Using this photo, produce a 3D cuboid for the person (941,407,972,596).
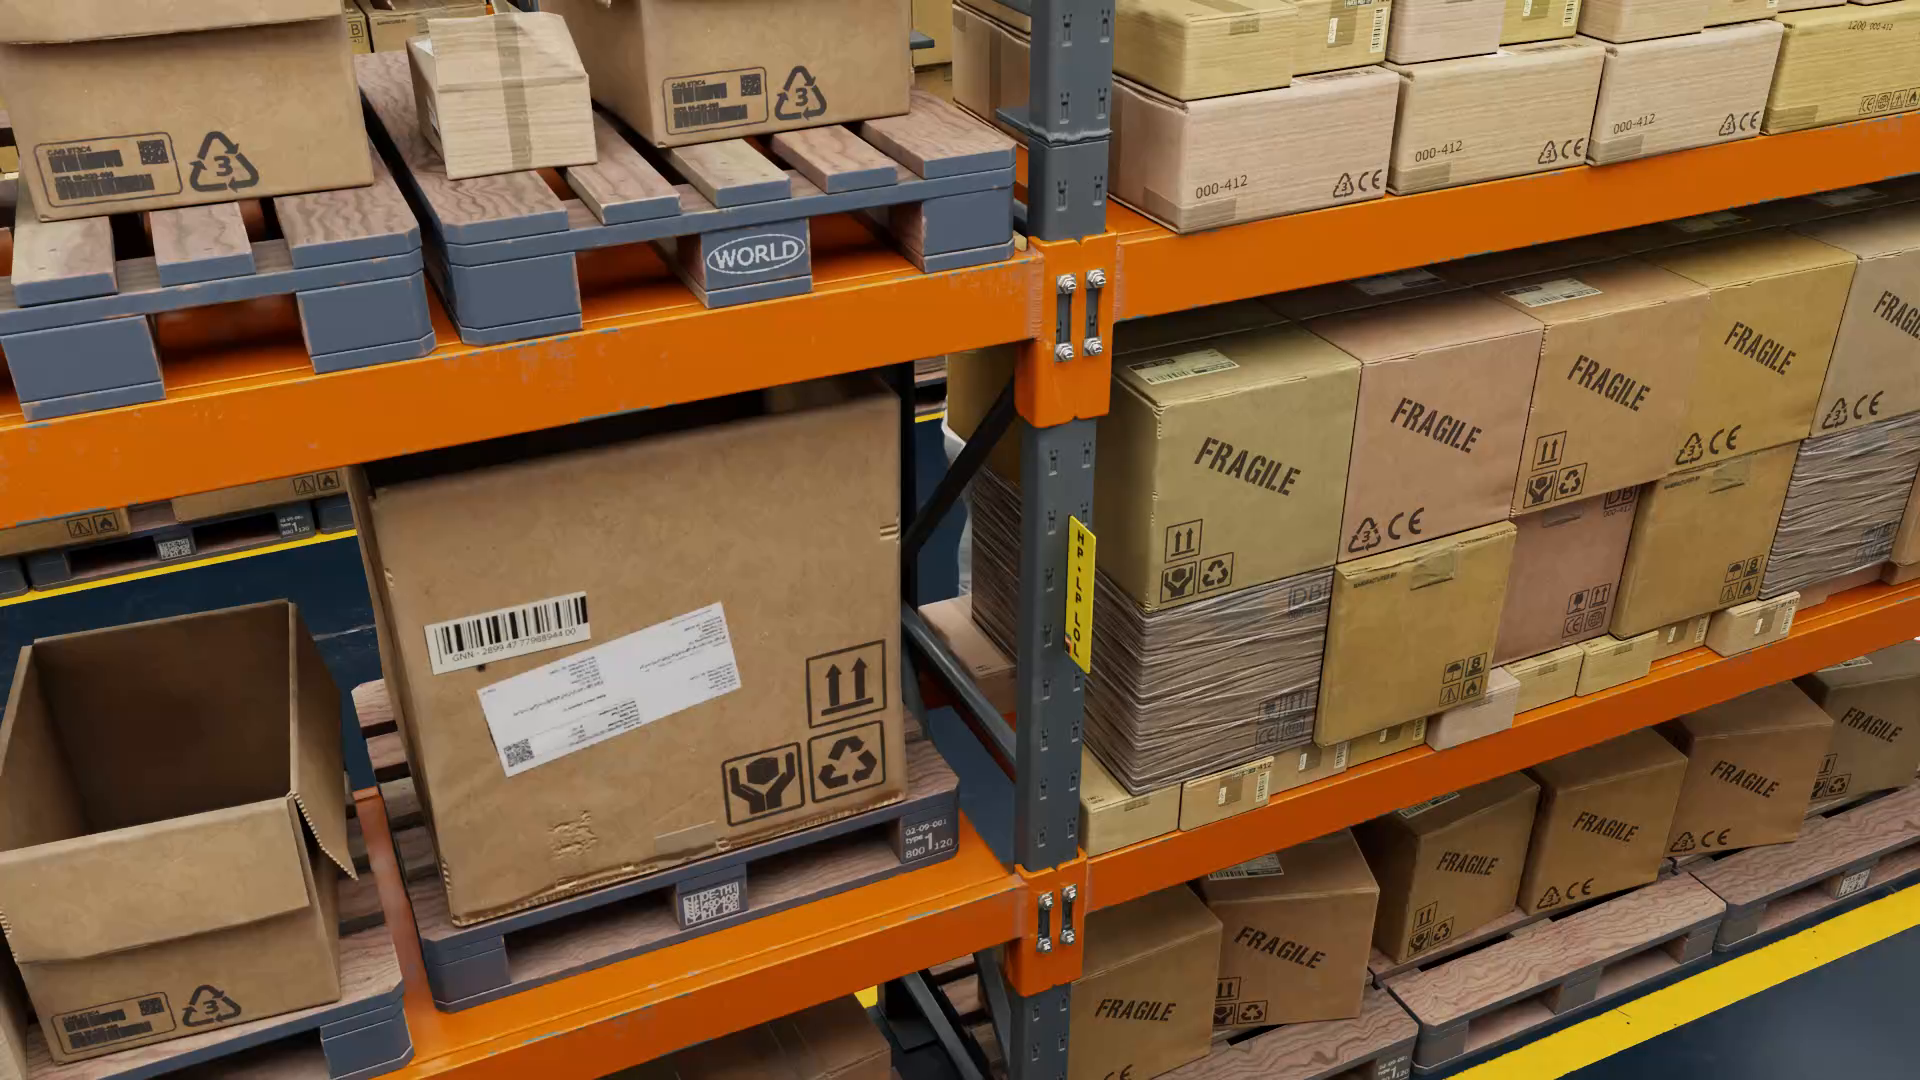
[{"bbox_3d":[0.172,-0.393,6.790,0.486,1.680,0.442,24,37,35],"label":"person"}]
